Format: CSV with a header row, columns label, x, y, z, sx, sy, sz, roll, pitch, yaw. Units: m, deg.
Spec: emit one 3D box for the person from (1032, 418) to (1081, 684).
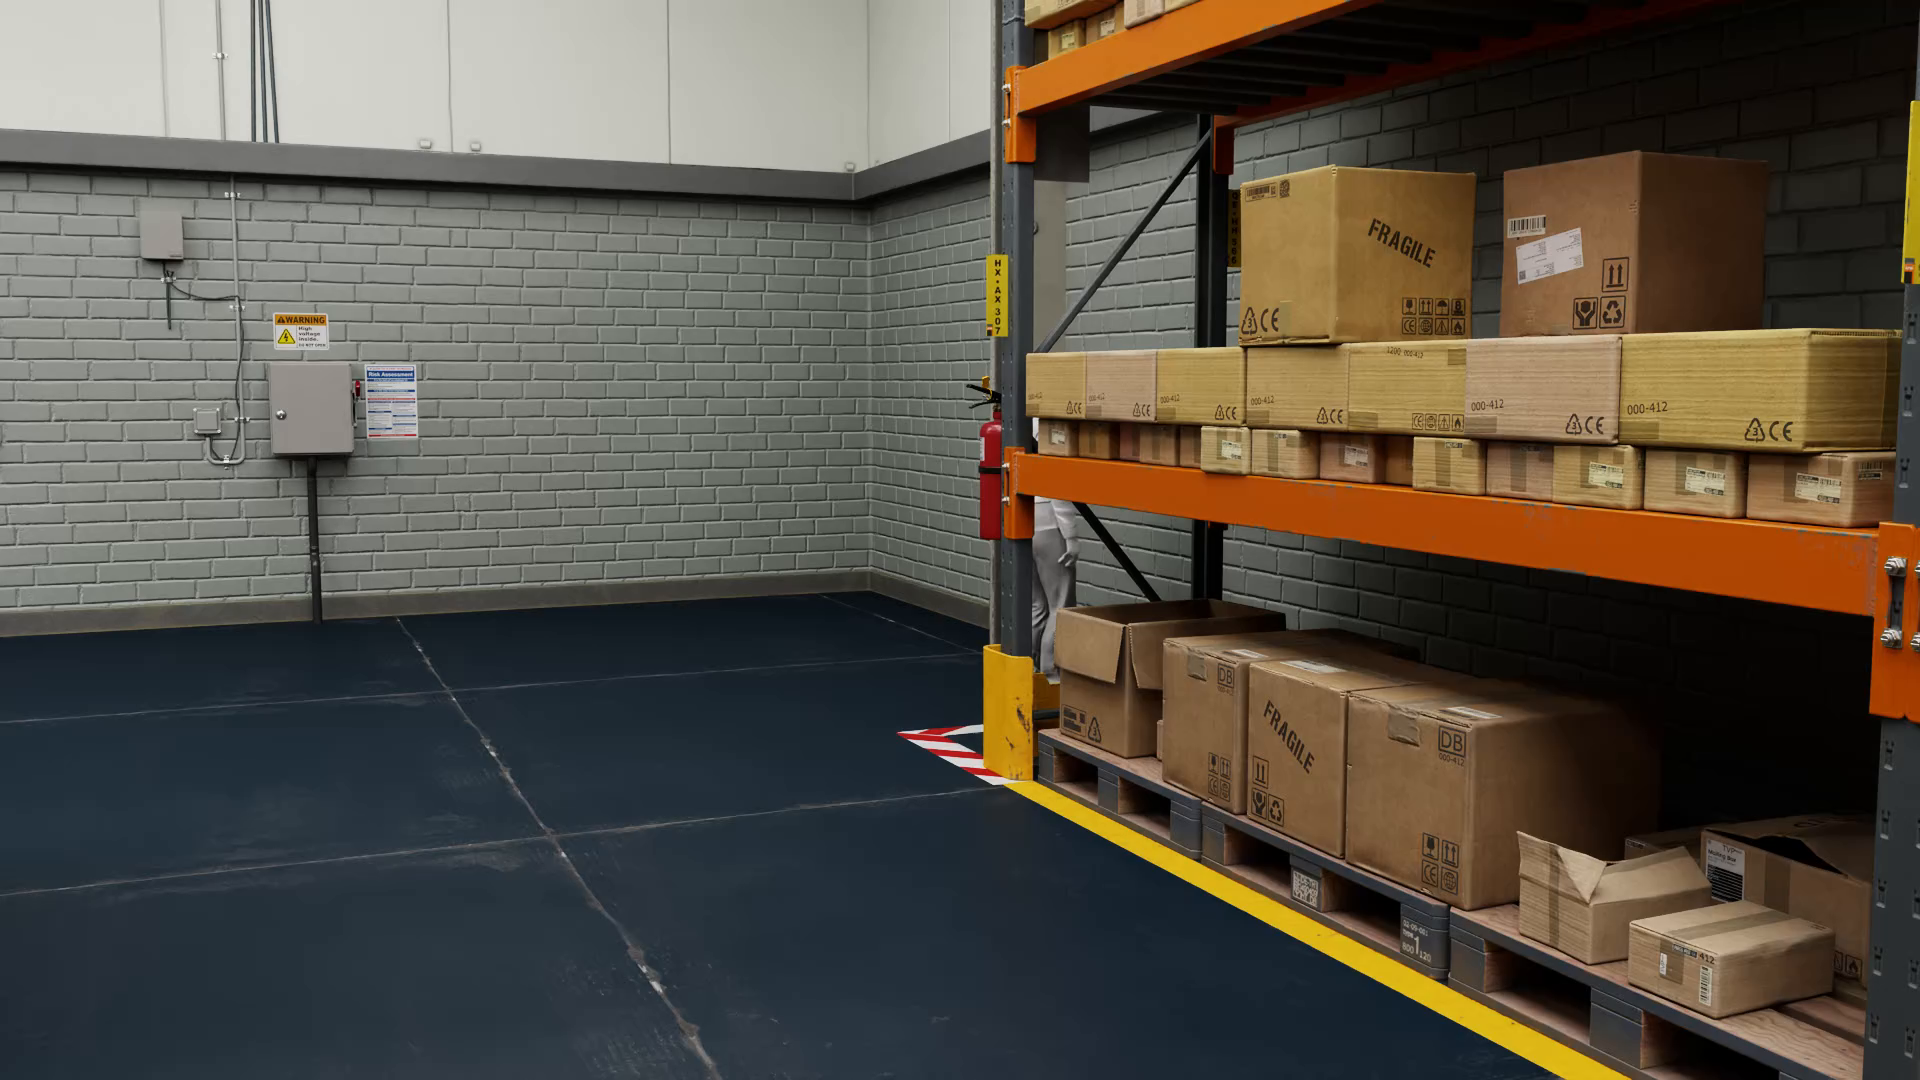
label,x,y,z,sx,sy,sz,roll,pitch,yaw
person,0.428,-0.018,8.176,0.376,1.663,0.526,-2,6,-24
